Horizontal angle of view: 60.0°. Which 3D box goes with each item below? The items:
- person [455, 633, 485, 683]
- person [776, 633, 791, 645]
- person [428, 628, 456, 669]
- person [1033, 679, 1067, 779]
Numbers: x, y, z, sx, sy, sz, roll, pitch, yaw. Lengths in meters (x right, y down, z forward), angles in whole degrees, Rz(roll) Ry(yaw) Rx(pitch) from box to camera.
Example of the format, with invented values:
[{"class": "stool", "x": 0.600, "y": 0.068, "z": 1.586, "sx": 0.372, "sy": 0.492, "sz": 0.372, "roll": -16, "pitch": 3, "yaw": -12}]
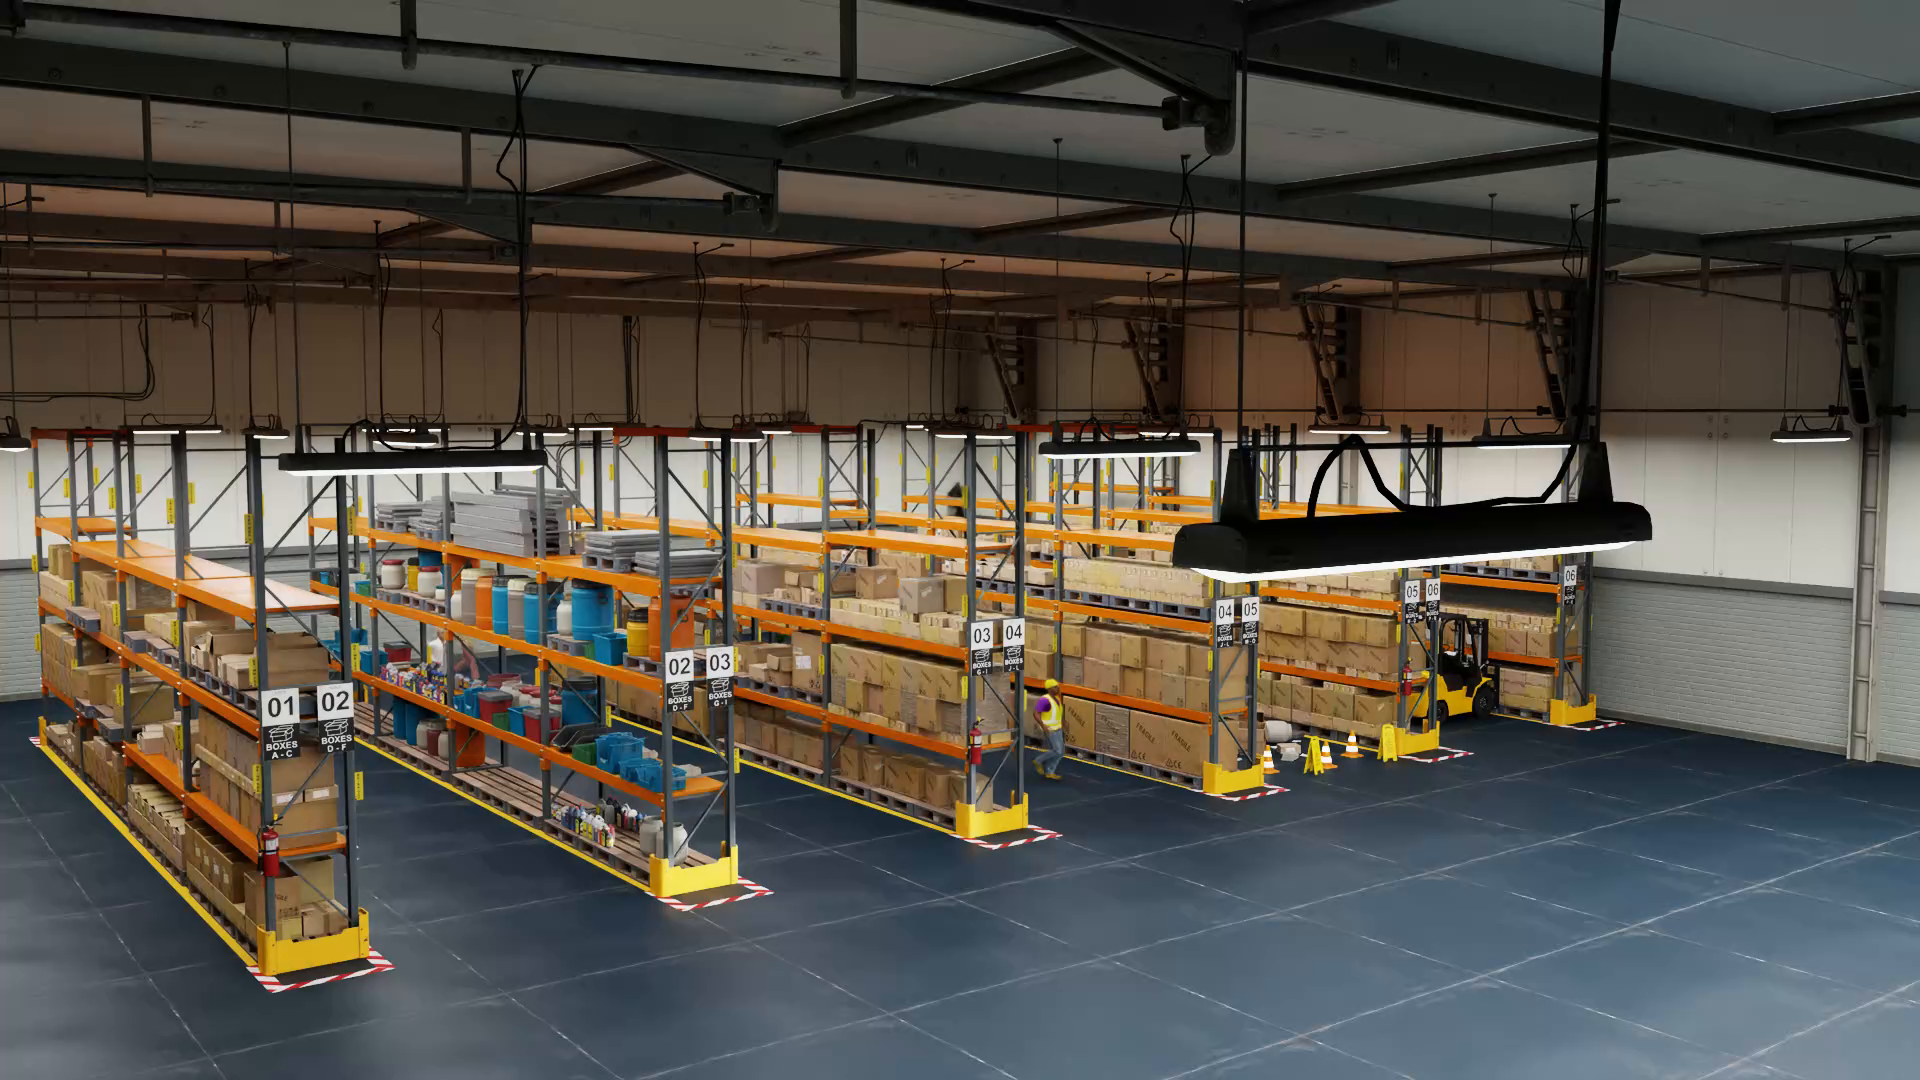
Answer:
[{"class": "person", "x": -11.396, "y": 2.479, "z": 38.299, "sx": 0.864, "sy": 1.676, "sz": 0.570, "roll": -1, "pitch": 5, "yaw": -8}, {"class": "person", "x": -4.381, "y": 2.212, "z": 41.701, "sx": 0.648, "sy": 1.732, "sz": 0.702, "roll": 2, "pitch": 5, "yaw": 24}, {"class": "person", "x": -10.993, "y": 2.719, "z": 35.118, "sx": 0.841, "sy": 1.752, "sz": 0.706, "roll": 3, "pitch": 6, "yaw": 37}, {"class": "person", "x": 1.543, "y": 3.236, "z": 28.486, "sx": 0.546, "sy": 1.727, "sz": 0.708, "roll": 3, "pitch": 5, "yaw": 31}]
